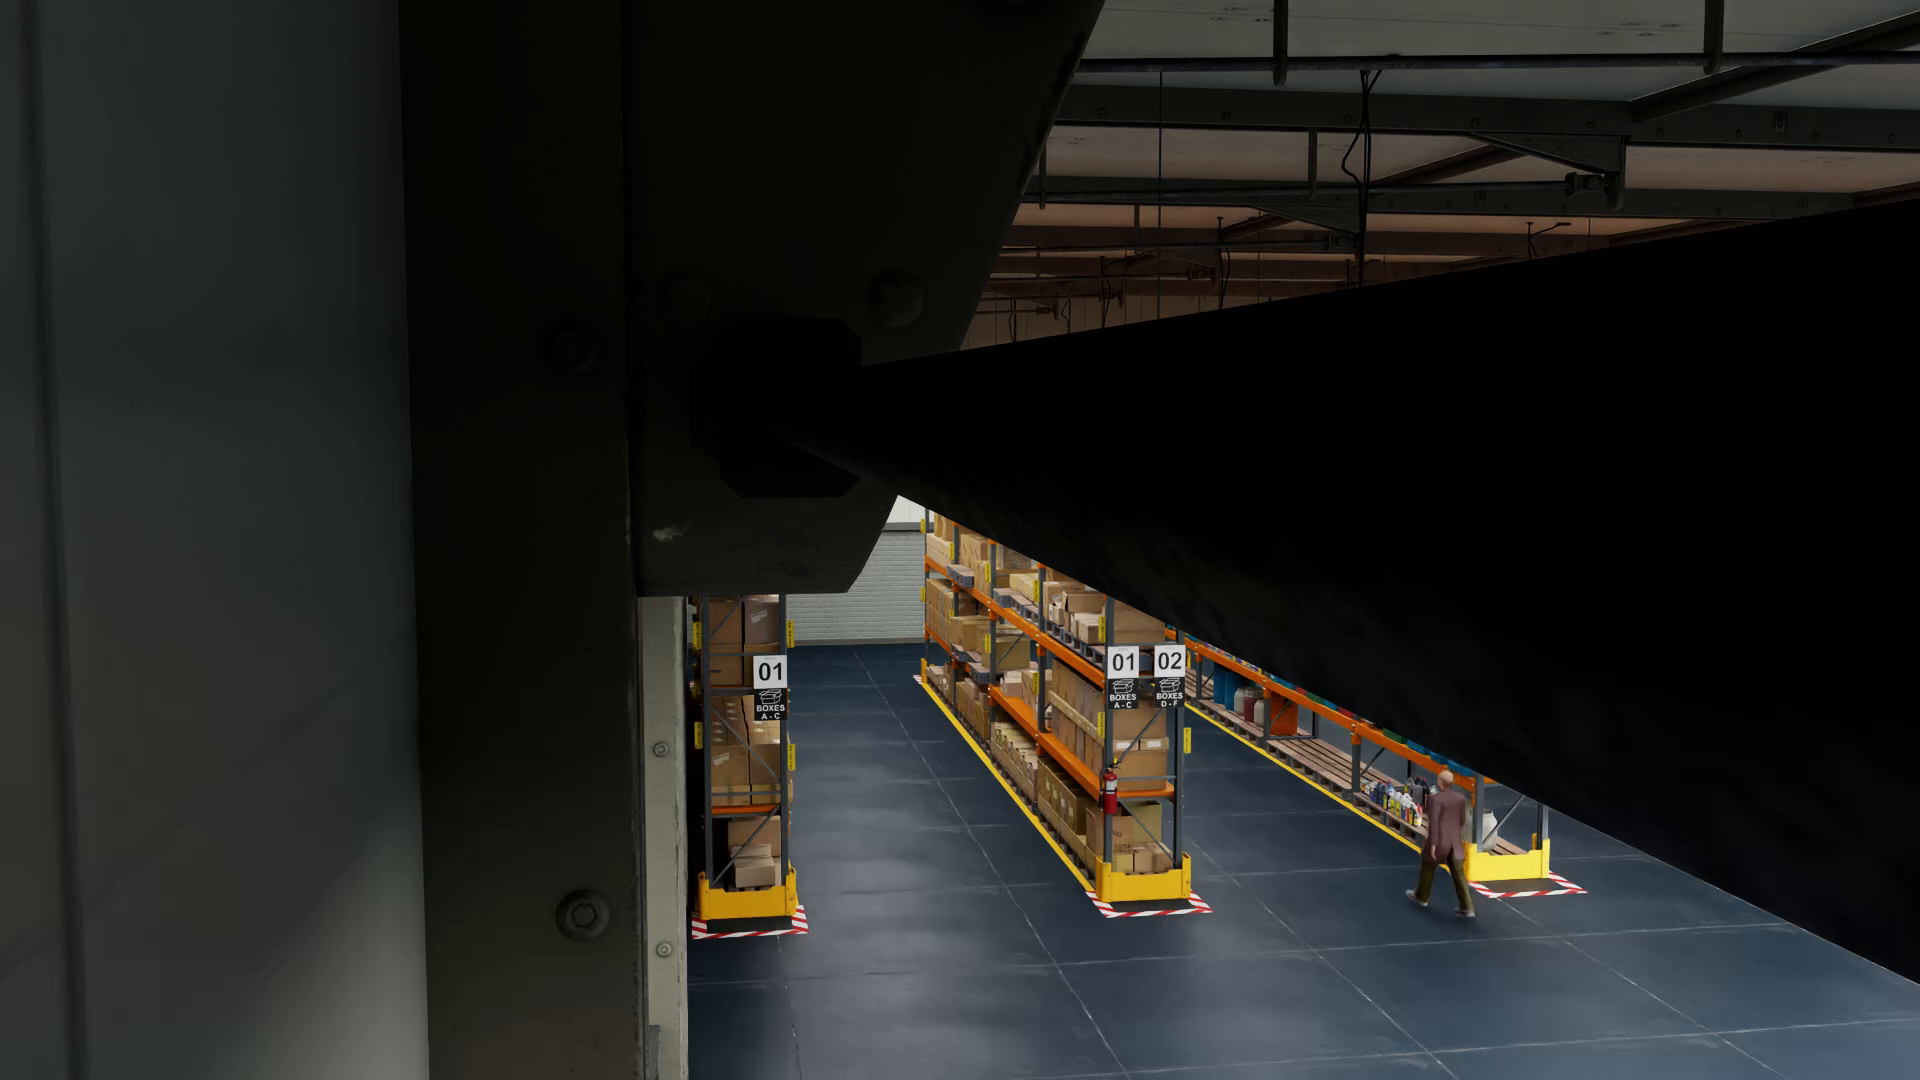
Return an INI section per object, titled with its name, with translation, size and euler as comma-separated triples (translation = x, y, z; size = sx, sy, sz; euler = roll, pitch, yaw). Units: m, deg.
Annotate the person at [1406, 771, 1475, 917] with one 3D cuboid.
[person]
translation = 5.892, 3.665, 20.230
size = 0.580, 1.728, 1.116
euler = -1, 5, -16
